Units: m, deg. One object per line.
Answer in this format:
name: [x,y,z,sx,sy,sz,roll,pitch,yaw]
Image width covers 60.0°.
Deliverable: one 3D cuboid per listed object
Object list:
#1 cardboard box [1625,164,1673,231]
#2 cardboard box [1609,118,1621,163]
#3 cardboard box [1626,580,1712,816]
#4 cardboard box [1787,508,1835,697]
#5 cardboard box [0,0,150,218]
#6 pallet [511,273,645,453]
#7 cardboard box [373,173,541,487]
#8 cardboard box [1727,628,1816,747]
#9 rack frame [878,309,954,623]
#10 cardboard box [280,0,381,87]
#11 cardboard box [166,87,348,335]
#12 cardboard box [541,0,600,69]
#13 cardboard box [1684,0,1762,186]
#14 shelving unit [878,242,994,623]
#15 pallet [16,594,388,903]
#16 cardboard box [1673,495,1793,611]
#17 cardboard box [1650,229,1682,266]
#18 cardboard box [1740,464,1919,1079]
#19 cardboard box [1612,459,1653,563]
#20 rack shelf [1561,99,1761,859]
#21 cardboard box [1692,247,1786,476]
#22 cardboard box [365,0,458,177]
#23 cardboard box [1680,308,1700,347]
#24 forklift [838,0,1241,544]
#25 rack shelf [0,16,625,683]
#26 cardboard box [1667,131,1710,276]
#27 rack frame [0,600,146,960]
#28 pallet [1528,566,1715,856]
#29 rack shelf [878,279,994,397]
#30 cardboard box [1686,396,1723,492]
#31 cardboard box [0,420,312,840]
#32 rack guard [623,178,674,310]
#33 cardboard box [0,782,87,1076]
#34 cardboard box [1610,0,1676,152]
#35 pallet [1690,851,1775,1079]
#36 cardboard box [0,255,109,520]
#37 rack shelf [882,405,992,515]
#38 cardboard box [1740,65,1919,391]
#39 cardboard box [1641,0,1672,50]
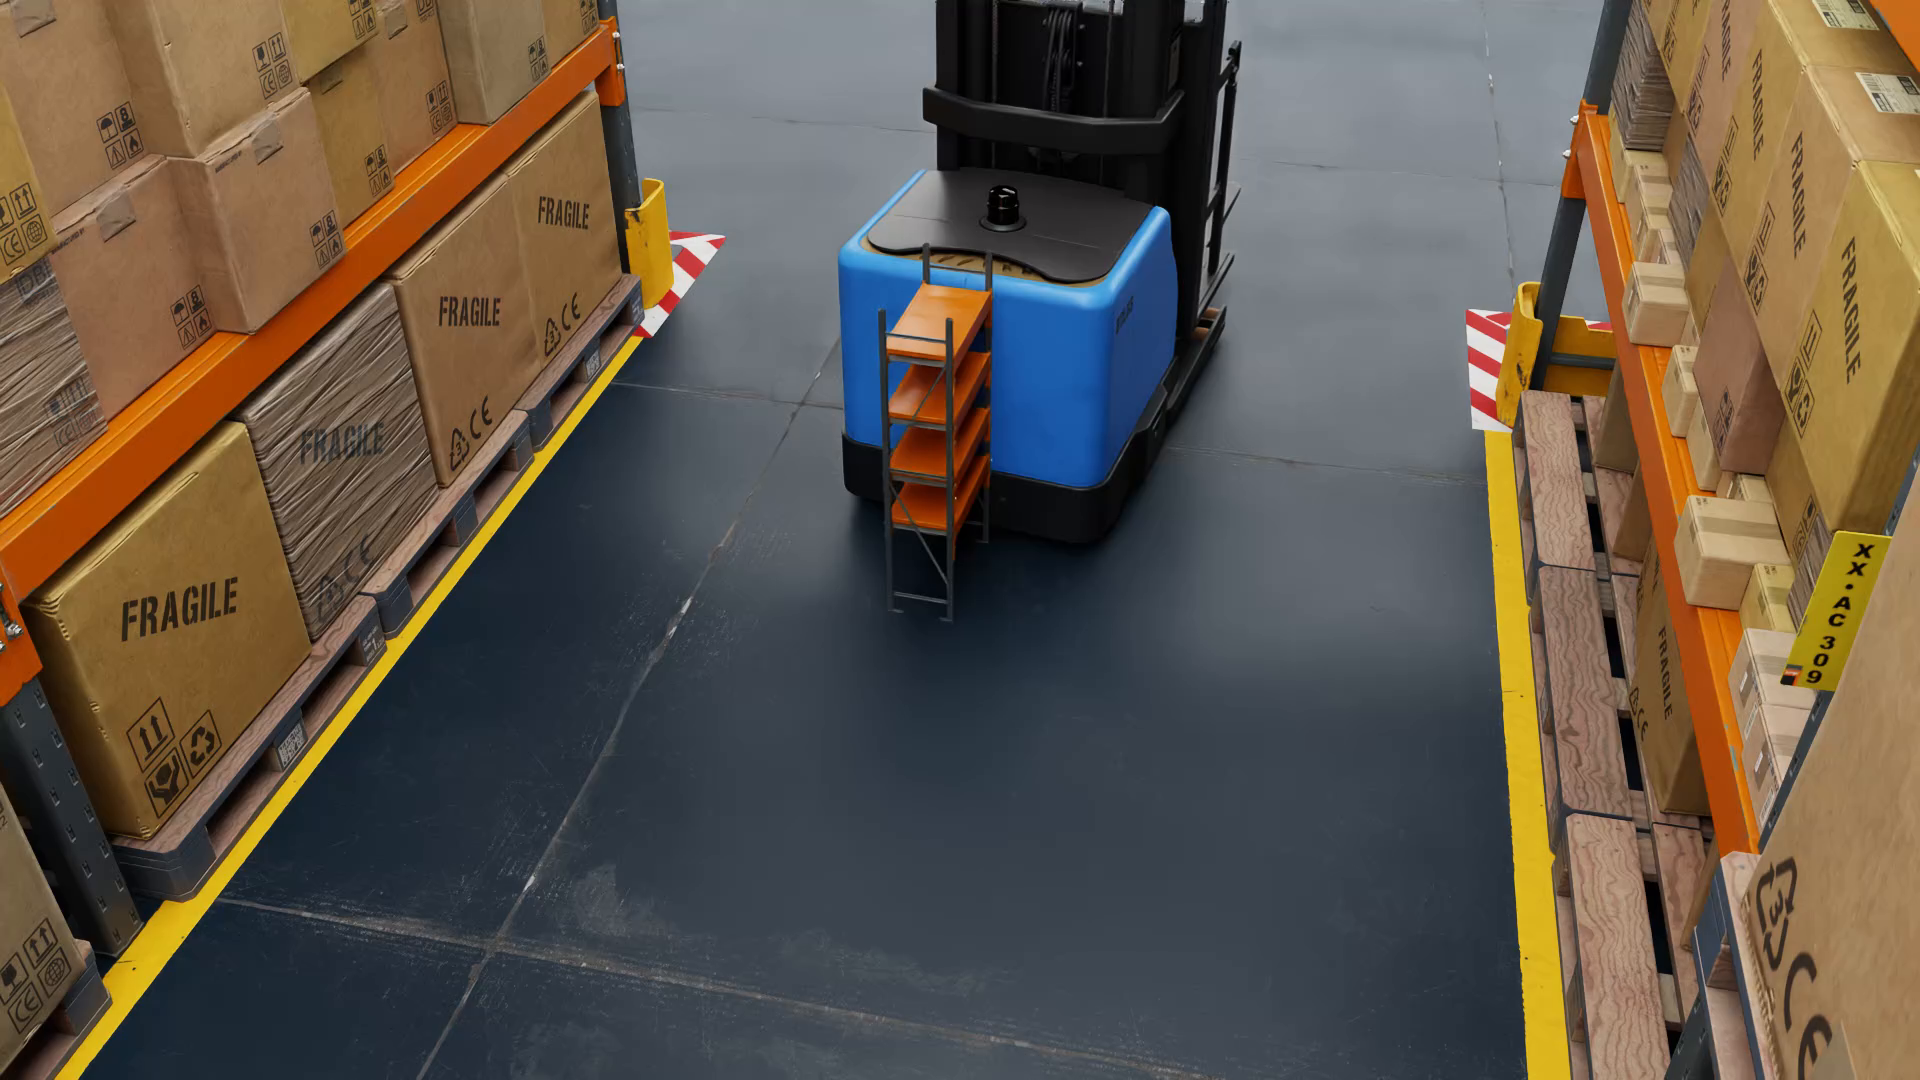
cardboard box: [2.391,-1.092,5.415,0.380,0.149,0.250,7,37,10]
cardboard box: [2.492,-1.379,5.811,0.380,0.149,0.250,7,37,10]
cardboard box: [2.299,0.460,4.831,0.500,0.500,0.500,4,36,6]
cardboard box: [2.160,0.127,3.181,0.875,0.500,0.500,7,37,10]
cardboard box: [-2.704,-1.177,4.270,0.875,0.550,0.550,7,37,10]
pallet: [-2.060,-0.838,7.226,1.003,0.211,1.213,7,37,10]
cardboard box: [-2.232,-0.843,6.310,0.875,0.875,0.875,7,36,9]
cardboard box: [1.825,0.337,3.443,0.380,0.149,0.250,7,37,10]
rack frame: [-0.139,-0.216,5.526,0.240,1.200,0.015,9,37,13]
cardboard box: [-2.349,-1.774,5.094,0.875,0.550,0.500,7,37,10]
cardboard box: [-2.427,-1.029,4.985,0.875,0.550,0.550,7,37,10]
cardboard box: [-2.001,-2.277,6.708,0.875,0.550,0.550,7,37,10]
cardboard box: [2.155,-1.180,4.131,0.500,0.500,0.500,7,37,10]
shelving unit: [-0.073,-0.354,5.716,0.258,1.200,0.503,9,37,13]
pallet: [-2.581,0.561,5.296,1.003,0.211,1.213,7,37,10]
cardboard box: [1.882,0.044,3.847,0.380,0.149,0.250,7,37,10]
cardboard box: [2.304,-0.803,5.016,0.380,0.149,0.250,7,37,10]
cardboard box: [1.697,0.563,2.048,1.000,1.000,1.000,8,37,10]
cardboard box: [2.614,-0.210,5.757,0.500,0.500,0.500,17,39,22]
rack shelf: [2.431,-0.318,4.745,1.077,0.370,4.000,7,37,10]
cardboard box: [2.310,-0.455,3.983,0.875,0.500,0.500,7,37,10]
cardboard box: [-2.339,-1.654,5.848,0.875,0.550,0.550,7,37,10]
cardboard box: [2.226,-0.512,4.615,0.380,0.149,0.250,7,37,10]
forklift: [0.551,-2.036,6.561,1.130,2.935,3.031,13,38,17]
rack shelf: [-2.393,-0.997,5.683,1.077,0.370,4.000,7,37,10]
cardboard box: [2.575,-1.022,4.765,0.875,0.500,0.500,7,37,10]
rack frame: [-2.820,-0.142,3.890,1.000,3.000,0.127,7,37,10]
pallet: [2.371,0.576,5.276,1.003,0.211,1.213,7,37,10]
rack shelf: [-0.073,-0.672,5.485,0.258,0.148,0.480,9,37,13]
cardboard box: [2.078,-0.231,4.227,0.380,0.149,0.250,7,37,10]
cardboard box: [-2.617,0.197,4.875,0.875,0.875,0.875,8,37,11]
rack guard: [-1.961,-1.437,7.806,1.175,0.500,0.348,7,37,10]
cardboard box: [-2.865,0.966,3.920,1.050,0.750,0.750,7,37,10]
cardboard box: [2.714,-1.605,5.569,0.875,0.500,0.500,7,37,10]
pallet: [1.699,1.035,2.429,1.003,0.211,1.213,7,37,10]
cardboard box: [-2.753,-0.416,4.140,0.875,0.550,0.550,7,37,10]
rack shelf: [-0.073,-0.299,5.755,0.258,0.148,0.480,9,37,13]
cardboard box: [1.937,-0.607,3.341,0.500,0.500,0.500,7,37,10]
cardboard box: [2.361,-1.754,4.924,0.500,0.500,0.500,7,37,10]
